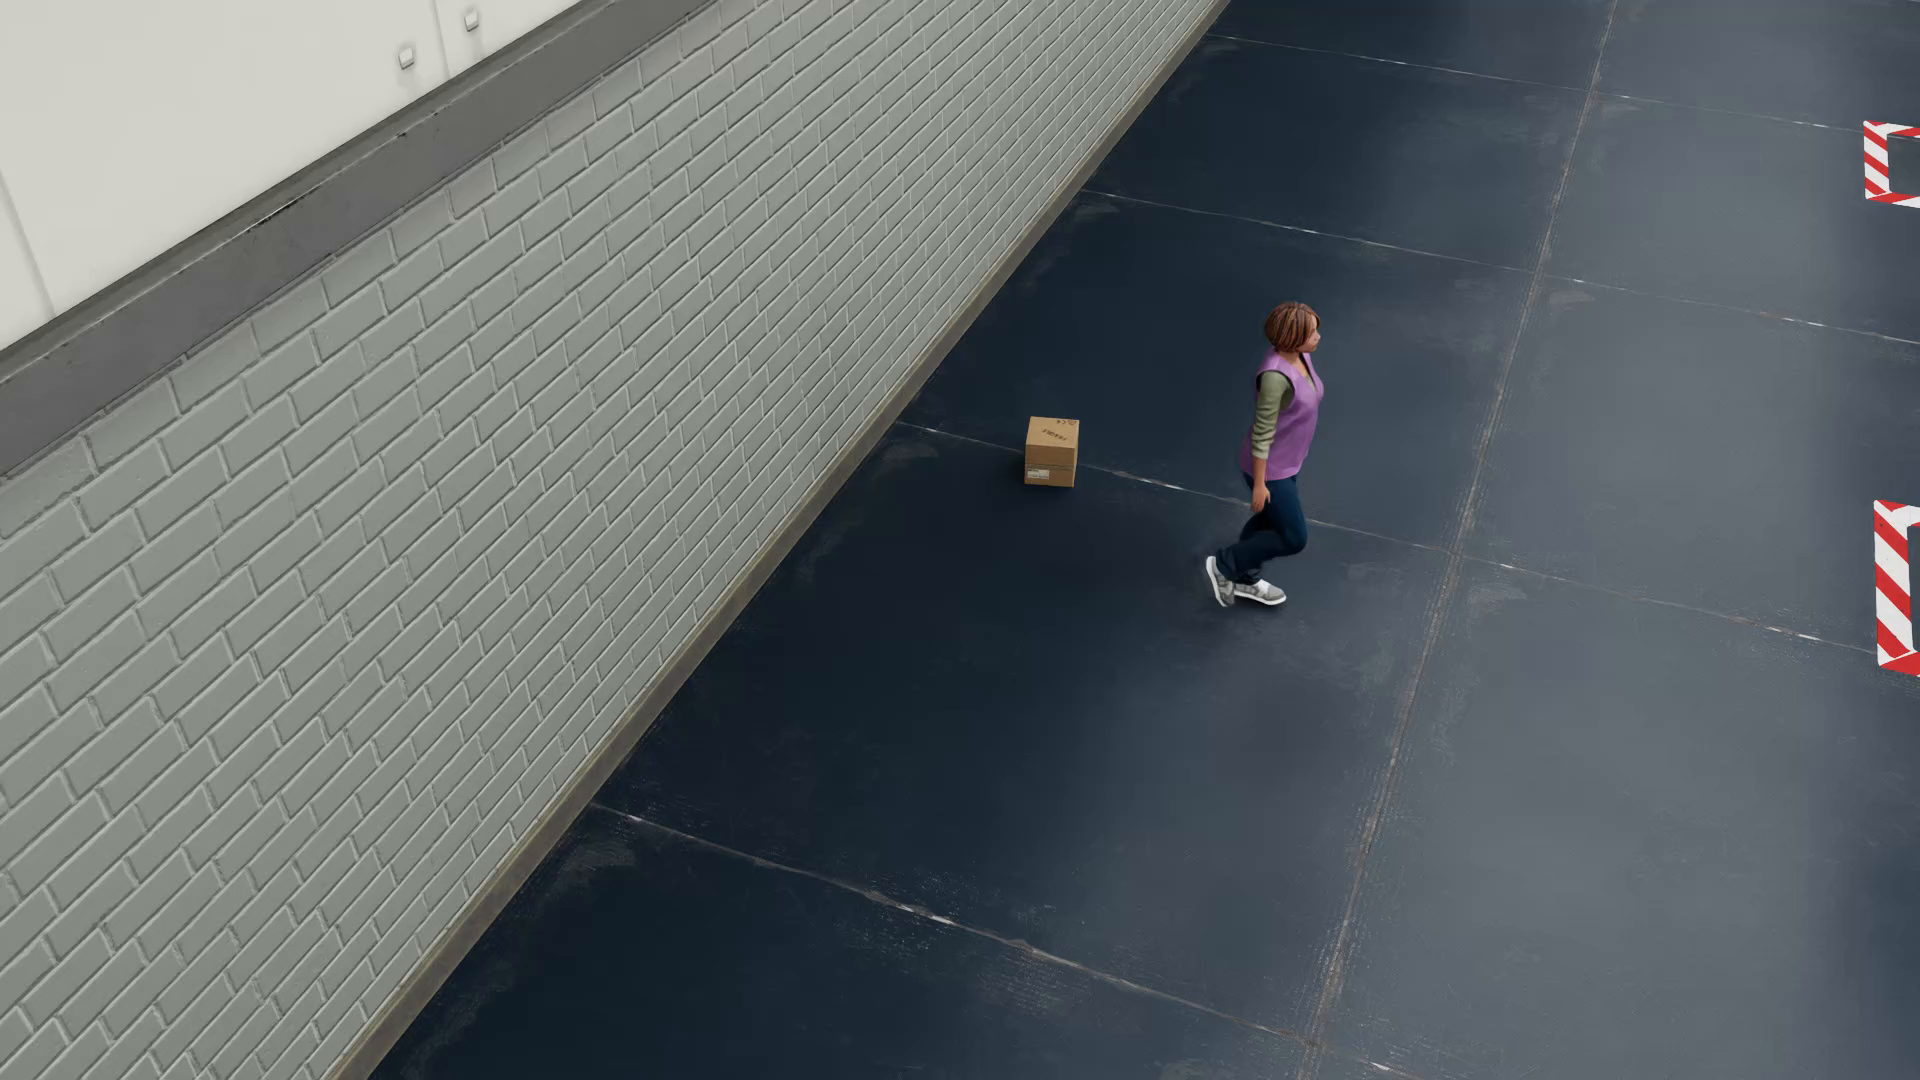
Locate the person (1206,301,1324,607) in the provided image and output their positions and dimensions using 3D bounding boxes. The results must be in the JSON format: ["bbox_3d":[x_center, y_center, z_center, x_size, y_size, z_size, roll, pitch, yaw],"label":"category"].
[{"bbox_3d":[1.352,-0.332,7.215,0.438,1.591,0.455,15,40,18],"label":"person"}]
